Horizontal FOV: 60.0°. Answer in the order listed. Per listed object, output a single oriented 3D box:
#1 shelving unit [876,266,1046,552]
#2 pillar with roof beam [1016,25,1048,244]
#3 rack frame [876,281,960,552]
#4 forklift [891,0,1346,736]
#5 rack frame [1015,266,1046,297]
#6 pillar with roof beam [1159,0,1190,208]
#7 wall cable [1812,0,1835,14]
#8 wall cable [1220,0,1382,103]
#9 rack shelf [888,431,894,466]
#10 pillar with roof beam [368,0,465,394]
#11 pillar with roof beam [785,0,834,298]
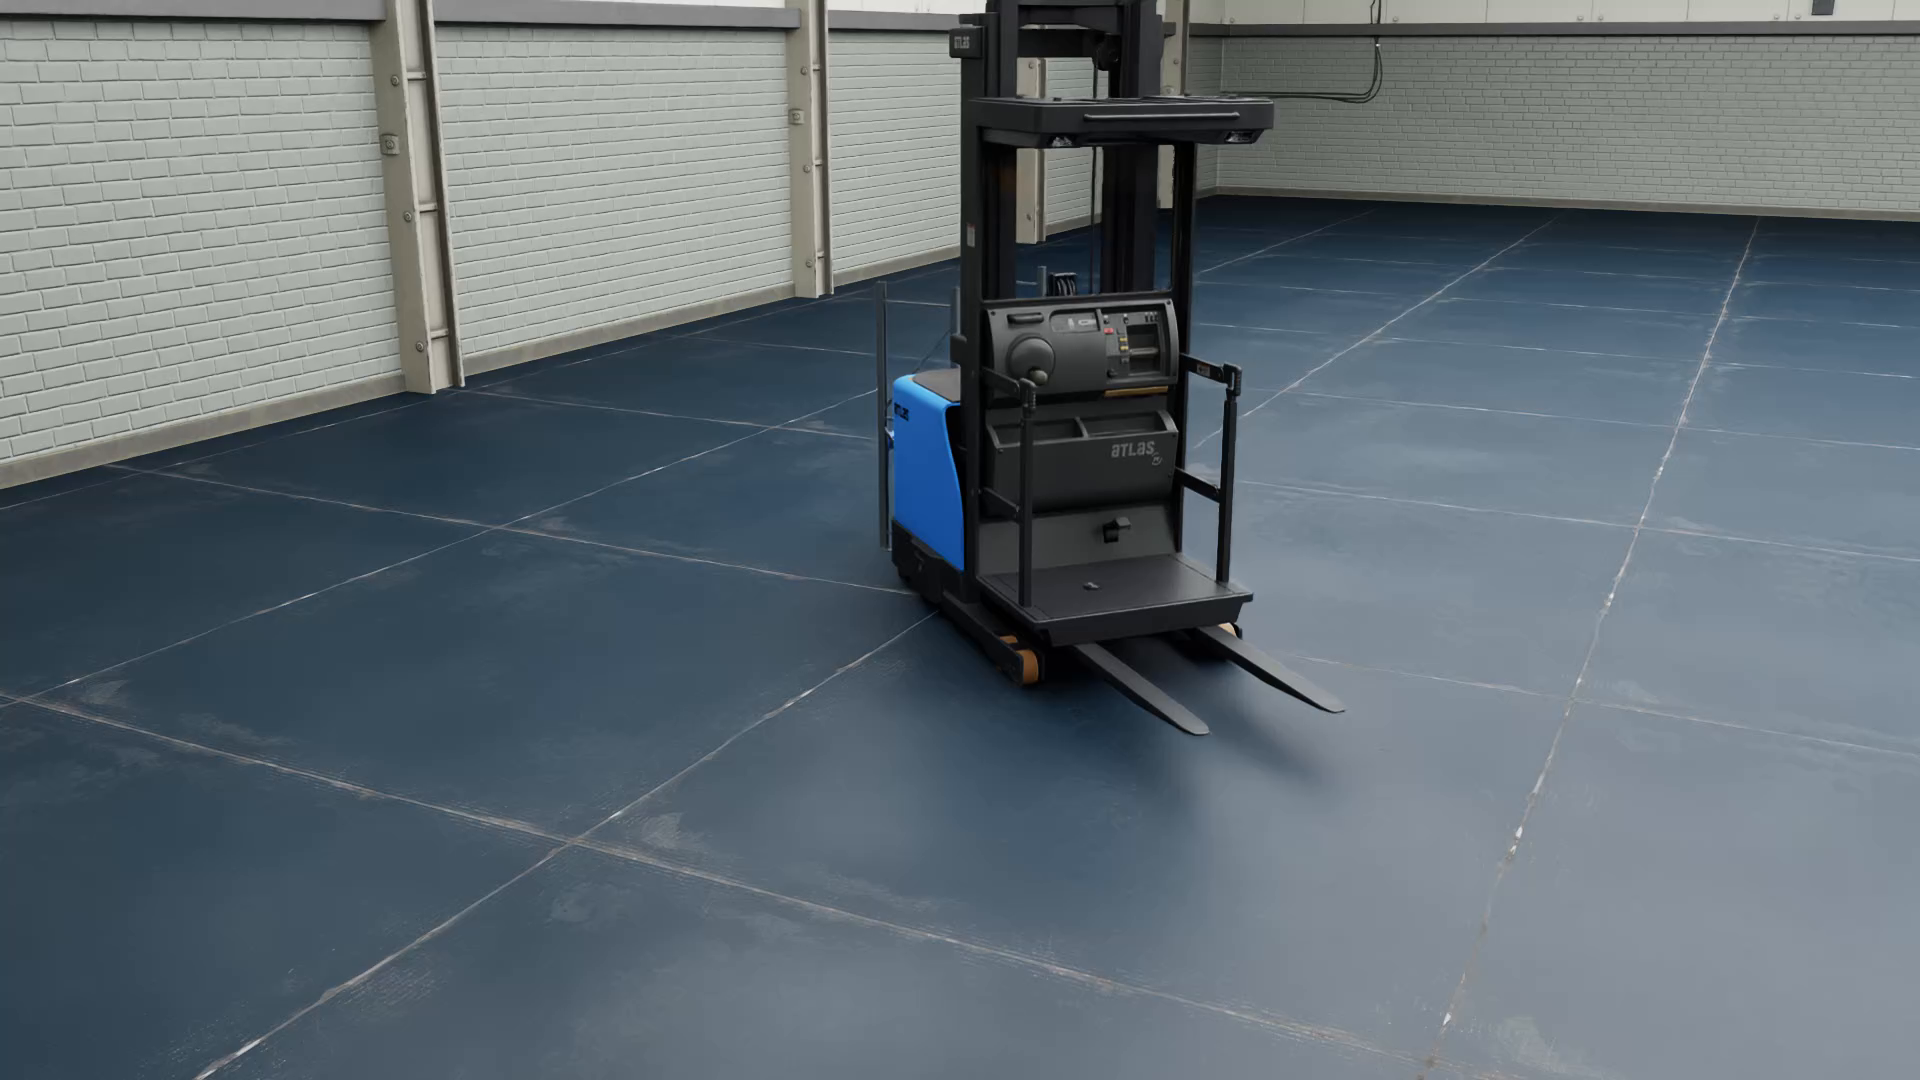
[{"bbox_3d":[0.021,-0.761,9.452,0.538,1.500,1.048,9,19,28],"label":"shelving unit"},{"bbox_3d":[4.867,-8.080,20.922,9.100,9.000,0.400,8,18,25],"label":"pillar with roof beam"},{"bbox_3d":[-0.225,-0.634,9.025,0.500,1.500,0.032,9,19,28],"label":"rack frame"},{"bbox_3d":[0.647,-0.892,7.380,1.130,2.935,3.031,-6,18,-21],"label":"forklift"},{"bbox_3d":[0.268,-0.887,9.878,0.500,1.500,0.032,9,19,28],"label":"rack frame"},{"bbox_3d":[7.548,-9.608,26.068,9.100,9.000,0.400,8,18,25],"label":"pillar with roof beam"},{"bbox_3d":[14.682,-11.156,25.308,2.305,6.003,0.169,8,18,25],"label":"wall cable"},{"bbox_3d":[6.196,-9.249,30.314,3.097,2.526,0.112,8,18,25],"label":"wall cable"},{"bbox_3d":[0.021,-0.588,9.503,0.538,0.185,1.000,9,19,28],"label":"rack shelf"},{"bbox_3d":[-0.495,-5.023,10.631,9.100,9.000,0.400,8,18,25],"label":"pillar with roof beam"},{"bbox_3d":[2.186,-6.551,15.777,9.100,9.000,0.400,8,18,25],"label":"pillar with roof beam"}]
